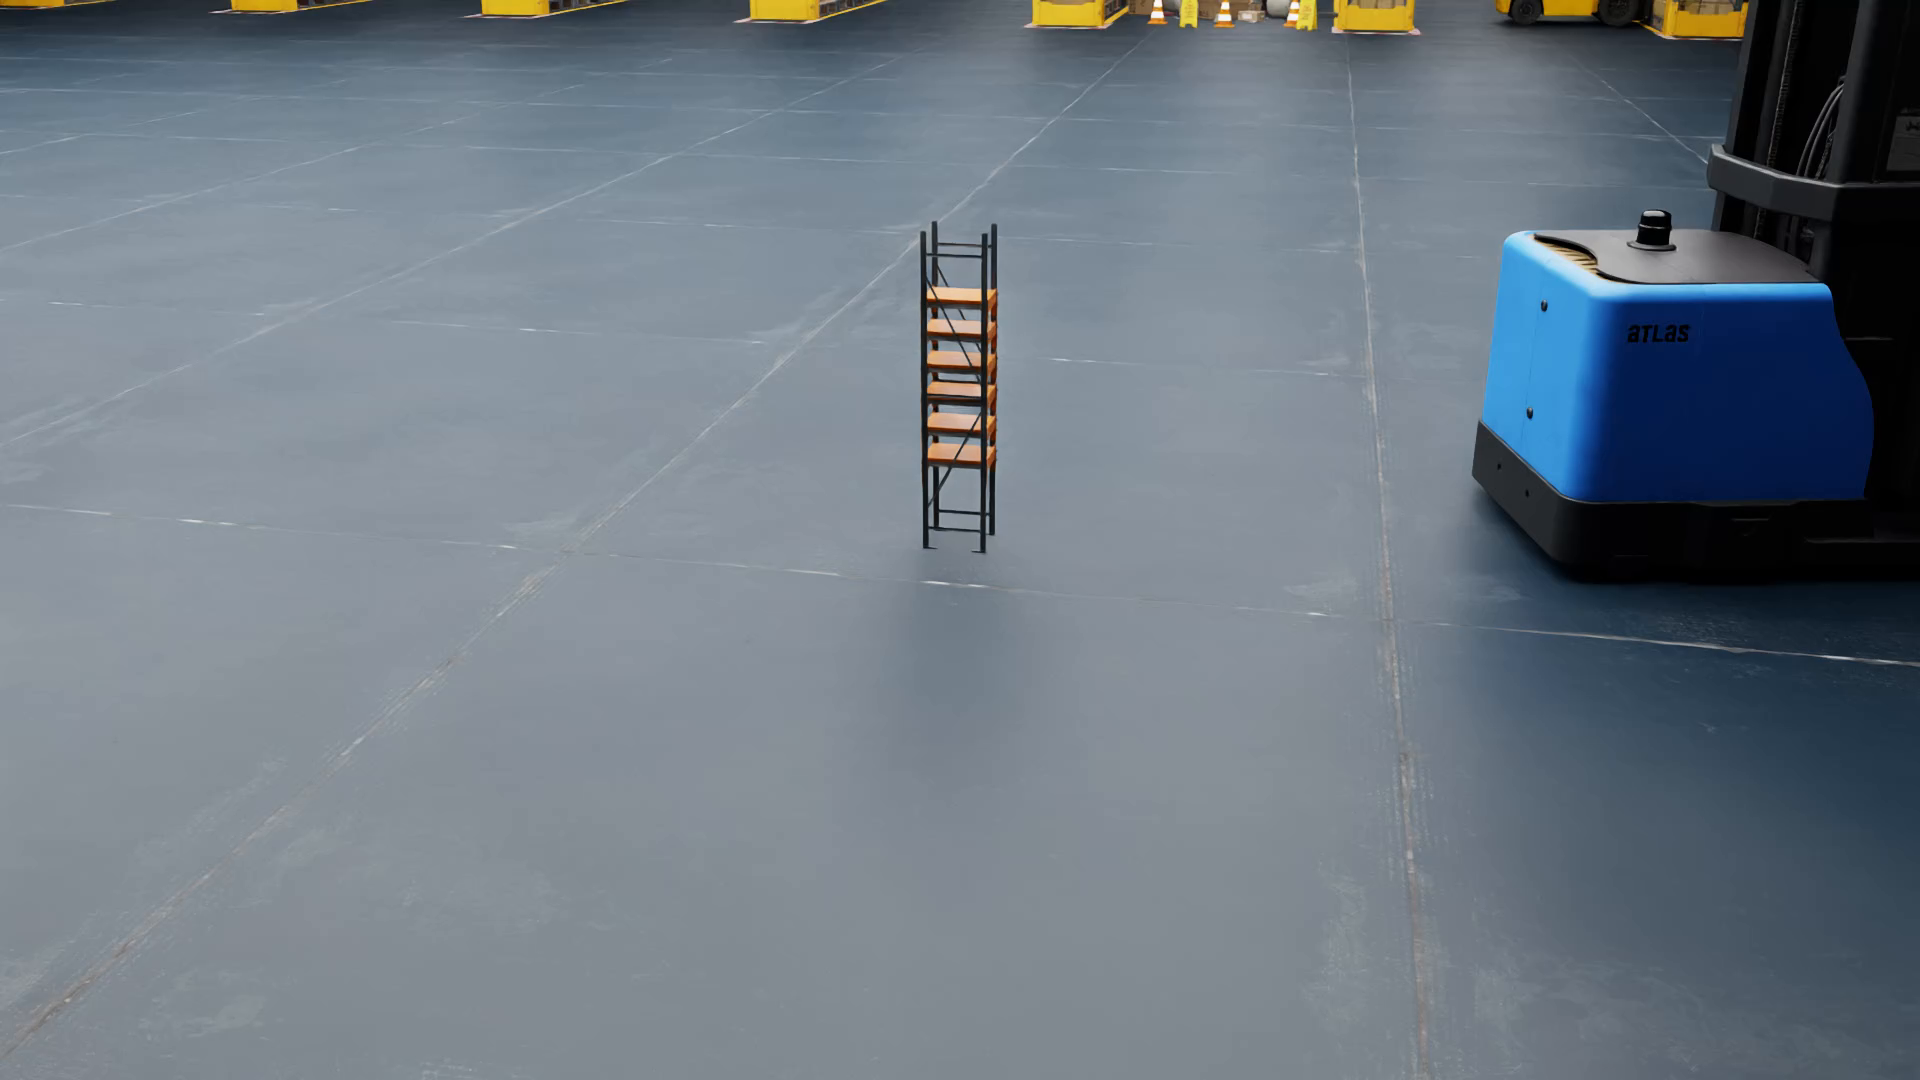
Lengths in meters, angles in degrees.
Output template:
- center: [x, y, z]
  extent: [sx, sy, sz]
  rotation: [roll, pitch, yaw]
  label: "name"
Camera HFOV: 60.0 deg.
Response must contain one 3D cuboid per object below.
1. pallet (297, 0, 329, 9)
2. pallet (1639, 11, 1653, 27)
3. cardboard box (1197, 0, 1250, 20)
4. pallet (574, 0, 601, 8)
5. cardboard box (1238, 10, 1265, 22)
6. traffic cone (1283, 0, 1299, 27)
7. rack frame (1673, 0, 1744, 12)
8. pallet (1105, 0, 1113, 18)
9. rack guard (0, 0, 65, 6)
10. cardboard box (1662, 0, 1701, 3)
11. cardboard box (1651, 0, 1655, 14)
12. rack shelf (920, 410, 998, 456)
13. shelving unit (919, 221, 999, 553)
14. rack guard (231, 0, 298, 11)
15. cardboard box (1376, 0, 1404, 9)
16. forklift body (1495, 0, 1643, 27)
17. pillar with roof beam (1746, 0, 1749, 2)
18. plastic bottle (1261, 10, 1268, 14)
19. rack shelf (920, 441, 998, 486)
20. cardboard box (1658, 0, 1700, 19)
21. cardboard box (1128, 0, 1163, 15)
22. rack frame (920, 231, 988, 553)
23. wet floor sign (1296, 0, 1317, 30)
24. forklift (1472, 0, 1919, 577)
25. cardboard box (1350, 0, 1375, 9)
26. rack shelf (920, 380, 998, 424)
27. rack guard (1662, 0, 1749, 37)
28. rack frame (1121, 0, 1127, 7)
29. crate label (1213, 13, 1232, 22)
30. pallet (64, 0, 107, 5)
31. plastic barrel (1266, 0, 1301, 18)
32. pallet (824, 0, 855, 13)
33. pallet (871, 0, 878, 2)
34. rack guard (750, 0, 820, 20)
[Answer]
- center: [-12.616, -10.106, 31.164]
  extent: [1.003, 0.211, 1.213]
  rotation: [4, 22, 11]
  label: "pallet"
- center: [11.894, -8.662, 27.578]
  extent: [1.003, 0.211, 1.213]
  rotation: [4, 22, 11]
  label: "pallet"
- center: [4.548, -9.282, 28.727]
  extent: [0.797, 0.503, 0.637]
  rotation: [-11, 25, -26]
  label: "cardboard box"
- center: [-7.491, -10.217, 31.440]
  extent: [1.003, 0.211, 1.213]
  rotation: [4, 22, 11]
  label: "pallet"
- center: [4.958, -8.915, 28.291]
  extent: [0.380, 0.149, 0.250]
  rotation: [18, 28, 38]
  label: "cardboard box"
- center: [5.493, -8.684, 27.295]
  extent: [0.336, 0.463, 0.334]
  rotation: [4, 22, 11]
  label: "traffic cone"
- center: [11.528, -9.228, 25.250]
  extent: [1.000, 3.000, 0.127]
  rotation: [4, 22, 11]
  label: "rack frame"
- center: [2.139, -9.395, 29.398]
  extent: [1.003, 0.211, 1.213]
  rotation: [4, 22, 11]
  label: "pallet"
- center: [-17.566, -10.361, 31.411]
  extent: [1.175, 0.500, 0.348]
  rotation: [4, 22, 11]
  label: "rack guard"
- center: [11.321, -8.581, 26.093]
  extent: [0.500, 0.250, 0.500]
  rotation: [4, 22, 10]
  label: "cardboard box"
- center: [11.536, -8.706, 27.075]
  extent: [0.500, 0.250, 0.500]
  rotation: [5, 22, 11]
  label: "cardboard box"
- center: [-0.003, -0.399, 6.178]
  extent: [0.258, 0.103, 0.180]
  rotation: [4, 22, 11]
  label: "rack shelf"
- center: [-0.003, -0.551, 6.116]
  extent: [0.258, 1.200, 0.189]
  rotation: [4, 22, 11]
  label: "shelving unit"
- center: [-12.736, -9.948, 30.386]
  extent: [1.175, 0.500, 0.348]
  rotation: [4, 22, 11]
  label: "rack guard"
- center: [7.103, -8.798, 27.302]
  extent: [0.500, 0.250, 0.500]
  rotation: [4, 22, 10]
  label: "cardboard box"
- center: [10.129, -9.667, 27.476]
  extent: [2.313, 2.155, 1.214]
  rotation: [4, 22, 11]
  label: "forklift body"
- center: [8.338, -12.525, 25.406]
  extent: [9.100, 9.000, 0.400]
  rotation: [4, 22, 11]
  label: "pillar with roof beam"
- center: [5.385, -9.376, 29.551]
  extent: [0.133, 0.061, 0.283]
  rotation: [8, 23, 20]
  label: "plastic bottle"
- center: [-0.003, -0.287, 6.223]
  extent: [0.258, 0.103, 0.180]
  rotation: [4, 22, 11]
  label: "rack shelf"
- center: [11.314, -8.343, 26.172]
  extent: [0.500, 0.250, 0.500]
  rotation: [5, 22, 11]
  label: "cardboard box"
- center: [3.305, -9.604, 29.527]
  extent: [0.500, 0.500, 0.500]
  rotation: [8, 23, 20]
  label: "cardboard box"
- center: [-0.022, -0.518, 6.033]
  extent: [0.240, 1.200, 0.006]
  rotation: [4, 22, 11]
  label: "rack frame"
- center: [5.582, -8.525, 26.656]
  extent: [0.267, 0.644, 0.232]
  rotation: [13, 25, 29]
  label: "wet floor sign"
- center: [3.627, -1.416, 5.947]
  extent: [3.031, 2.935, 1.130]
  rotation: [-1, 22, -2]
  label: "forklift"
- center: [6.574, -8.849, 27.429]
  extent: [0.500, 0.250, 0.500]
  rotation: [4, 22, 11]
  label: "cardboard box"
- center: [-0.003, -0.510, 6.133]
  extent: [0.258, 0.103, 0.180]
  rotation: [4, 22, 11]
  label: "rack shelf"
- center: [11.523, -8.059, 25.696]
  extent: [1.175, 0.500, 0.348]
  rotation: [4, 22, 11]
  label: "rack guard"
- center: [2.618, -11.408, 30.664]
  extent: [1.000, 3.000, 0.127]
  rotation: [4, 22, 11]
  label: "rack frame"
- center: [4.436, -8.785, 27.983]
  extent: [0.250, 0.136, 0.298]
  rotation: [-7, 23, -17]
  label: "crate label"
- center: [-17.365, -10.522, 32.196]
  extent: [1.003, 0.211, 1.213]
  rotation: [4, 22, 11]
  label: "pallet"
- center: [5.607, -9.280, 28.830]
  extent: [0.421, 0.421, 0.512]
  rotation: [-16, 27, -35]
  label: "plastic barrel"
- center: [-2.567, -9.834, 30.488]
  extent: [1.003, 0.211, 1.213]
  rotation: [4, 22, 11]
  label: "pallet"
- center: [-2.060, -10.814, 32.923]
  extent: [1.003, 0.211, 1.213]
  rotation: [4, 22, 11]
  label: "pallet"
- center: [-3.018, -9.228, 28.598]
  extent: [1.175, 0.500, 0.348]
  rotation: [4, 22, 11]
  label: "rack guard"
